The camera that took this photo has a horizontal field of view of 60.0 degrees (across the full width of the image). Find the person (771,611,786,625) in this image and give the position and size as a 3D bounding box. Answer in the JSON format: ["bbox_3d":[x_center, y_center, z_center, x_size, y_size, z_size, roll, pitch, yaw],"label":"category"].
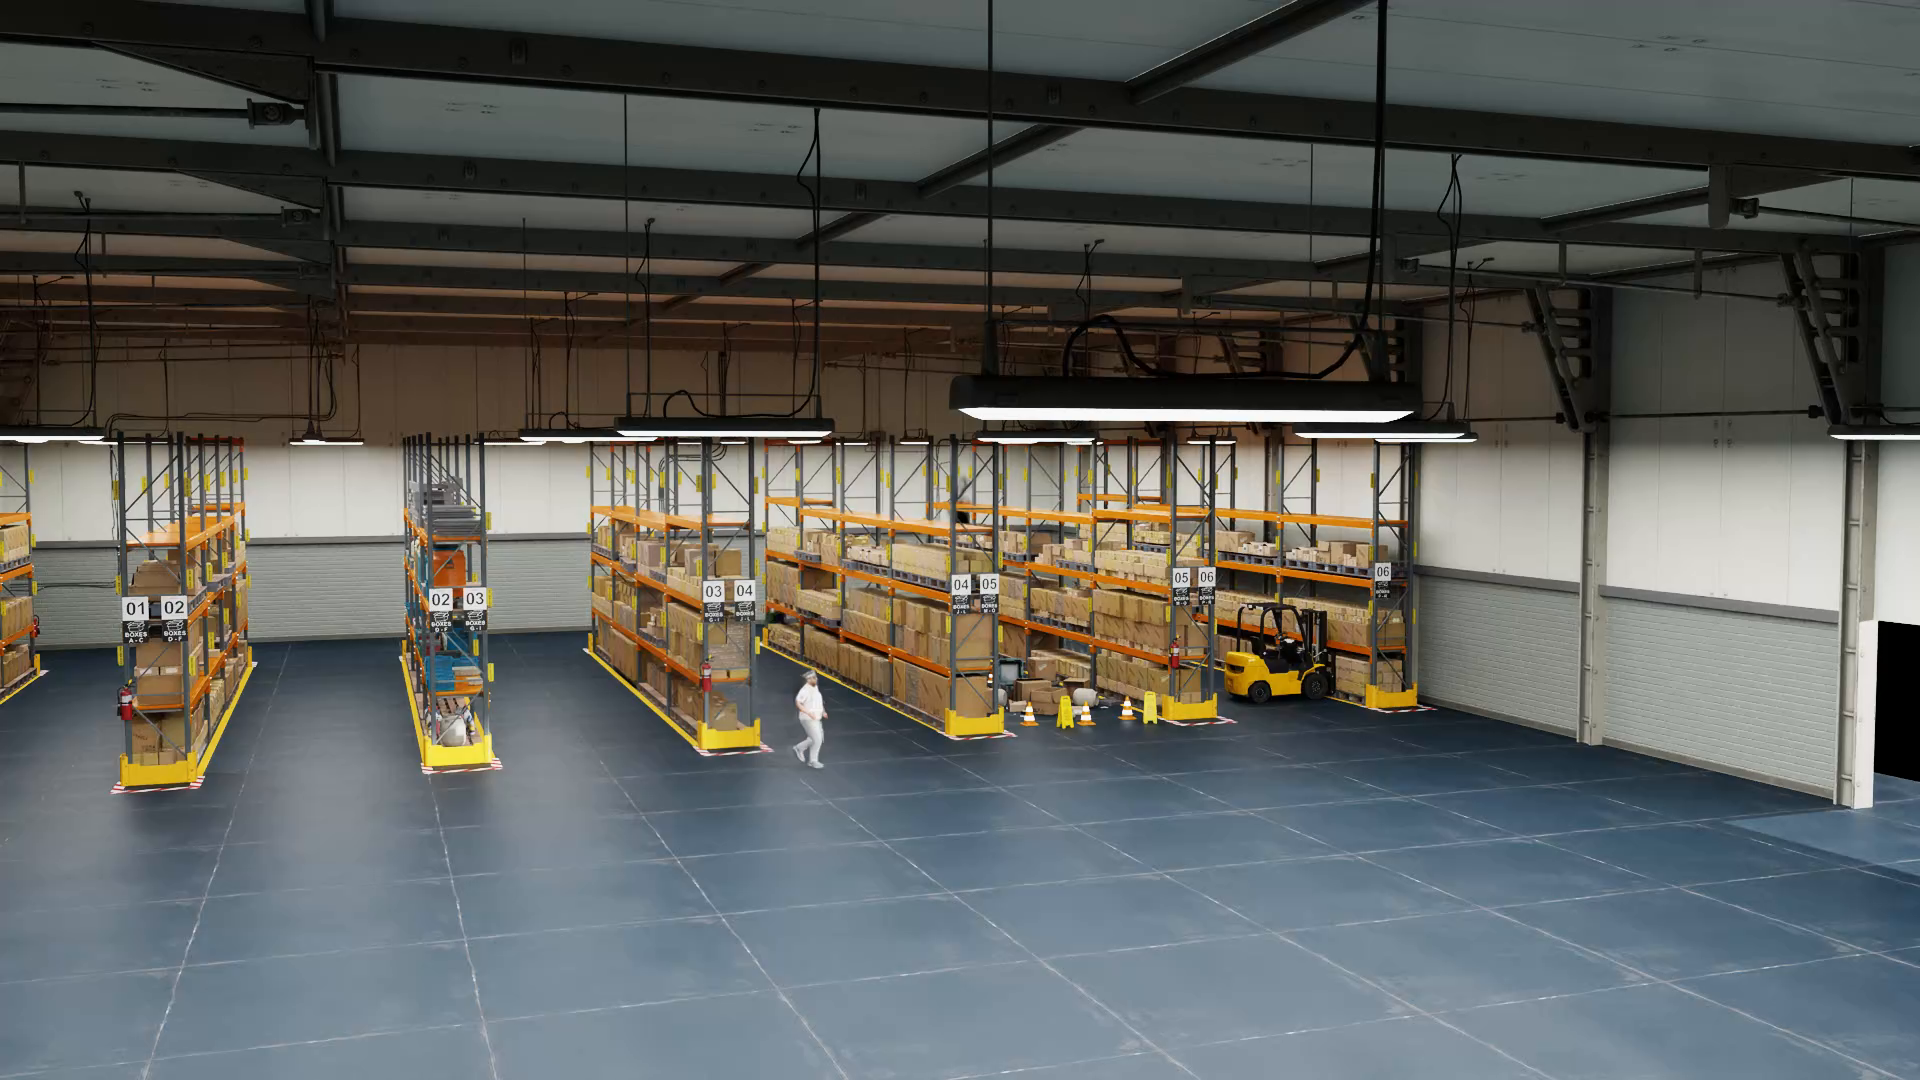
[{"bbox_3d":[-5.438,2.168,49.712,0.841,1.581,0.667,1,3,12],"label":"person"}]

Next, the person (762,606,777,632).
[{"bbox_3d":[-5.569,2.112,49.626,0.606,1.744,0.700,-1,3,-24],"label":"person"}]

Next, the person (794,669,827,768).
[{"bbox_3d":[-2.733,3.196,29.858,0.666,1.754,0.688,1,3,19],"label":"person"}]
